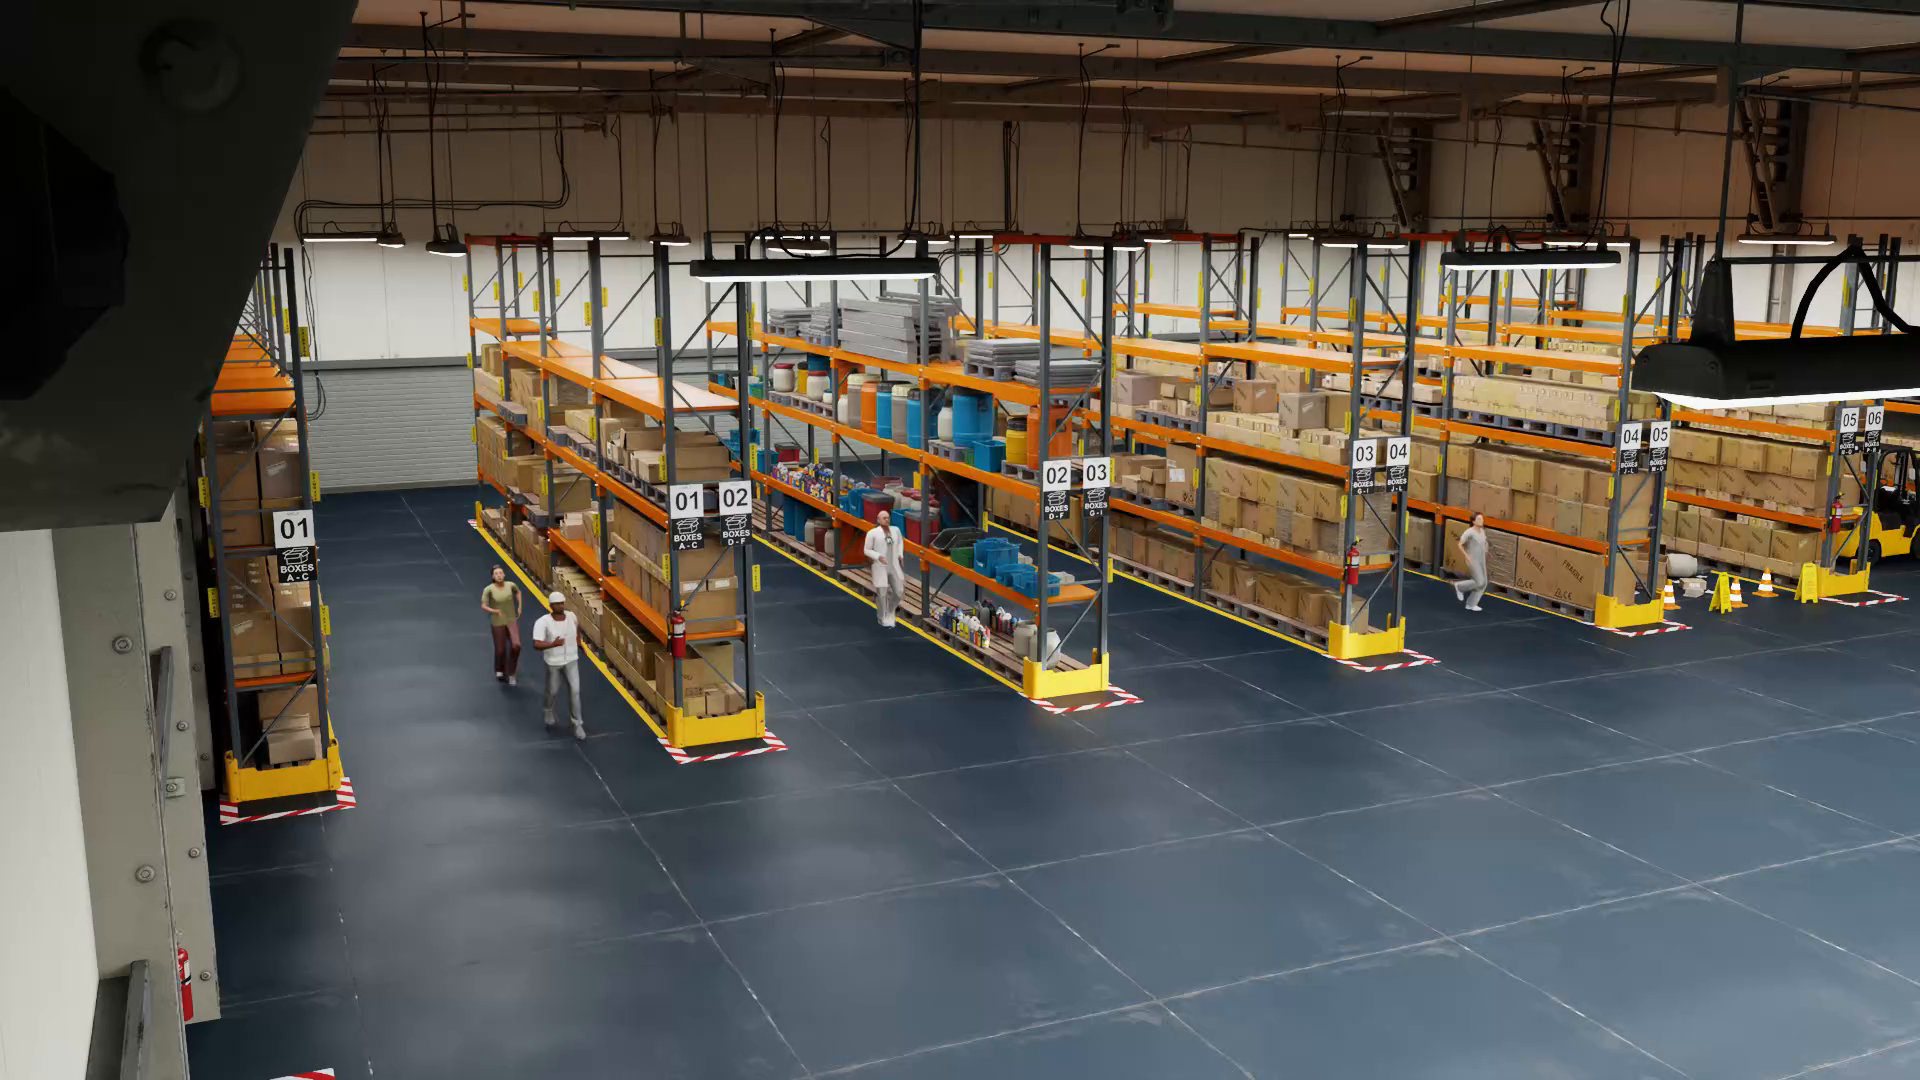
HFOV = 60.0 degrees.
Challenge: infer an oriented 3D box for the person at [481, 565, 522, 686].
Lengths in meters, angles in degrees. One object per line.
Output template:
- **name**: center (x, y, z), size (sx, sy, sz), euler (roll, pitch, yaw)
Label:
- **person**: center (-6.272, 1.164, 22.857), size (0.581, 1.675, 0.692), euler (-5, 12, -26)

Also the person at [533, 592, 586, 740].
- **person**: center (-4.941, 1.509, 20.572), size (0.691, 1.776, 0.944), euler (-7, 13, -33)

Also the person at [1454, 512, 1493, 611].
- **person**: center (8.386, 0.346, 27.101), size (0.564, 1.621, 0.569), euler (-7, 13, -31)

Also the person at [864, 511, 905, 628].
- **person**: center (-1.074, 0.557, 24.741), size (0.682, 1.589, 0.655), euler (-5, 12, -25)
